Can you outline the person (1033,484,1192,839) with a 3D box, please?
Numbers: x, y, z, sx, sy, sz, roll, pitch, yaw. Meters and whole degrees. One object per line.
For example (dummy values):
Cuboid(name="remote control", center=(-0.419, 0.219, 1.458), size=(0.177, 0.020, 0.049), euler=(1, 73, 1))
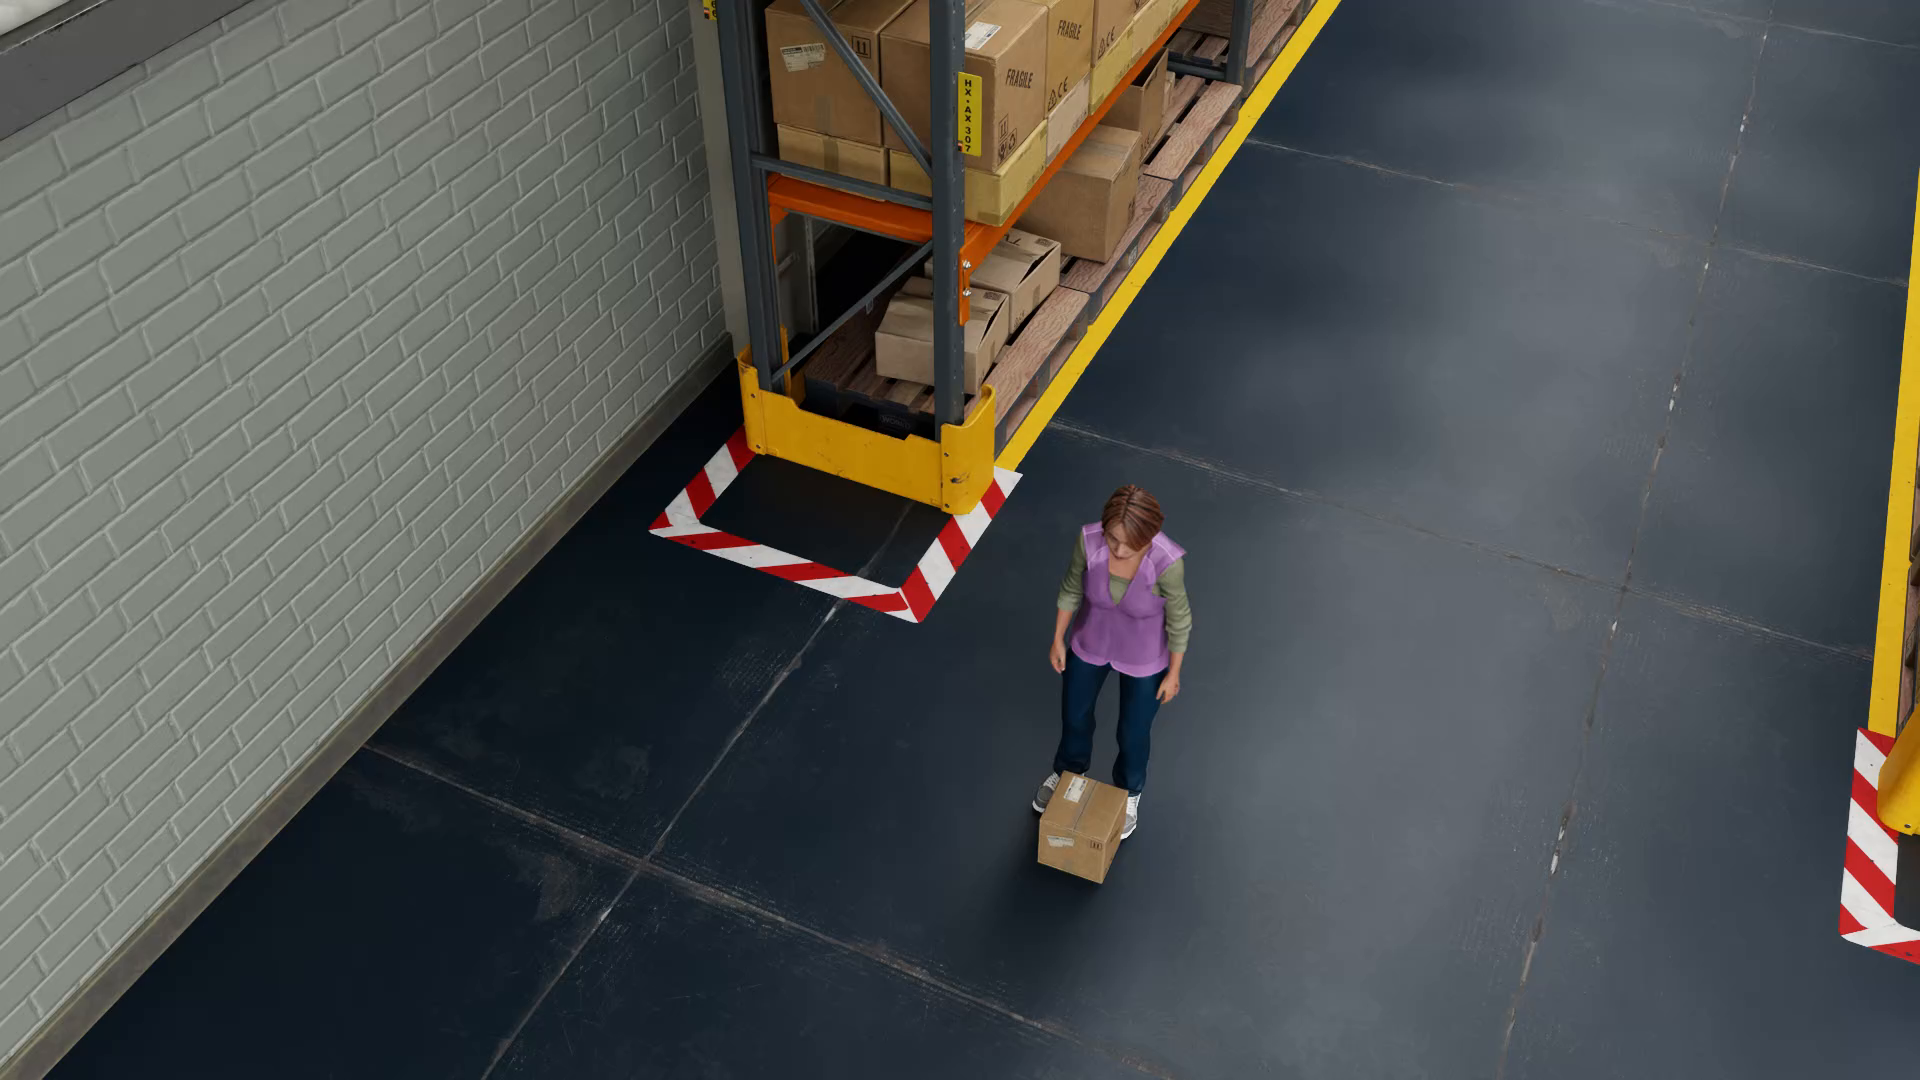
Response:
Cuboid(name="person", center=(0.540, 0.400, 5.733), size=(0.481, 1.593, 0.343), euler=(16, 45, 17))
